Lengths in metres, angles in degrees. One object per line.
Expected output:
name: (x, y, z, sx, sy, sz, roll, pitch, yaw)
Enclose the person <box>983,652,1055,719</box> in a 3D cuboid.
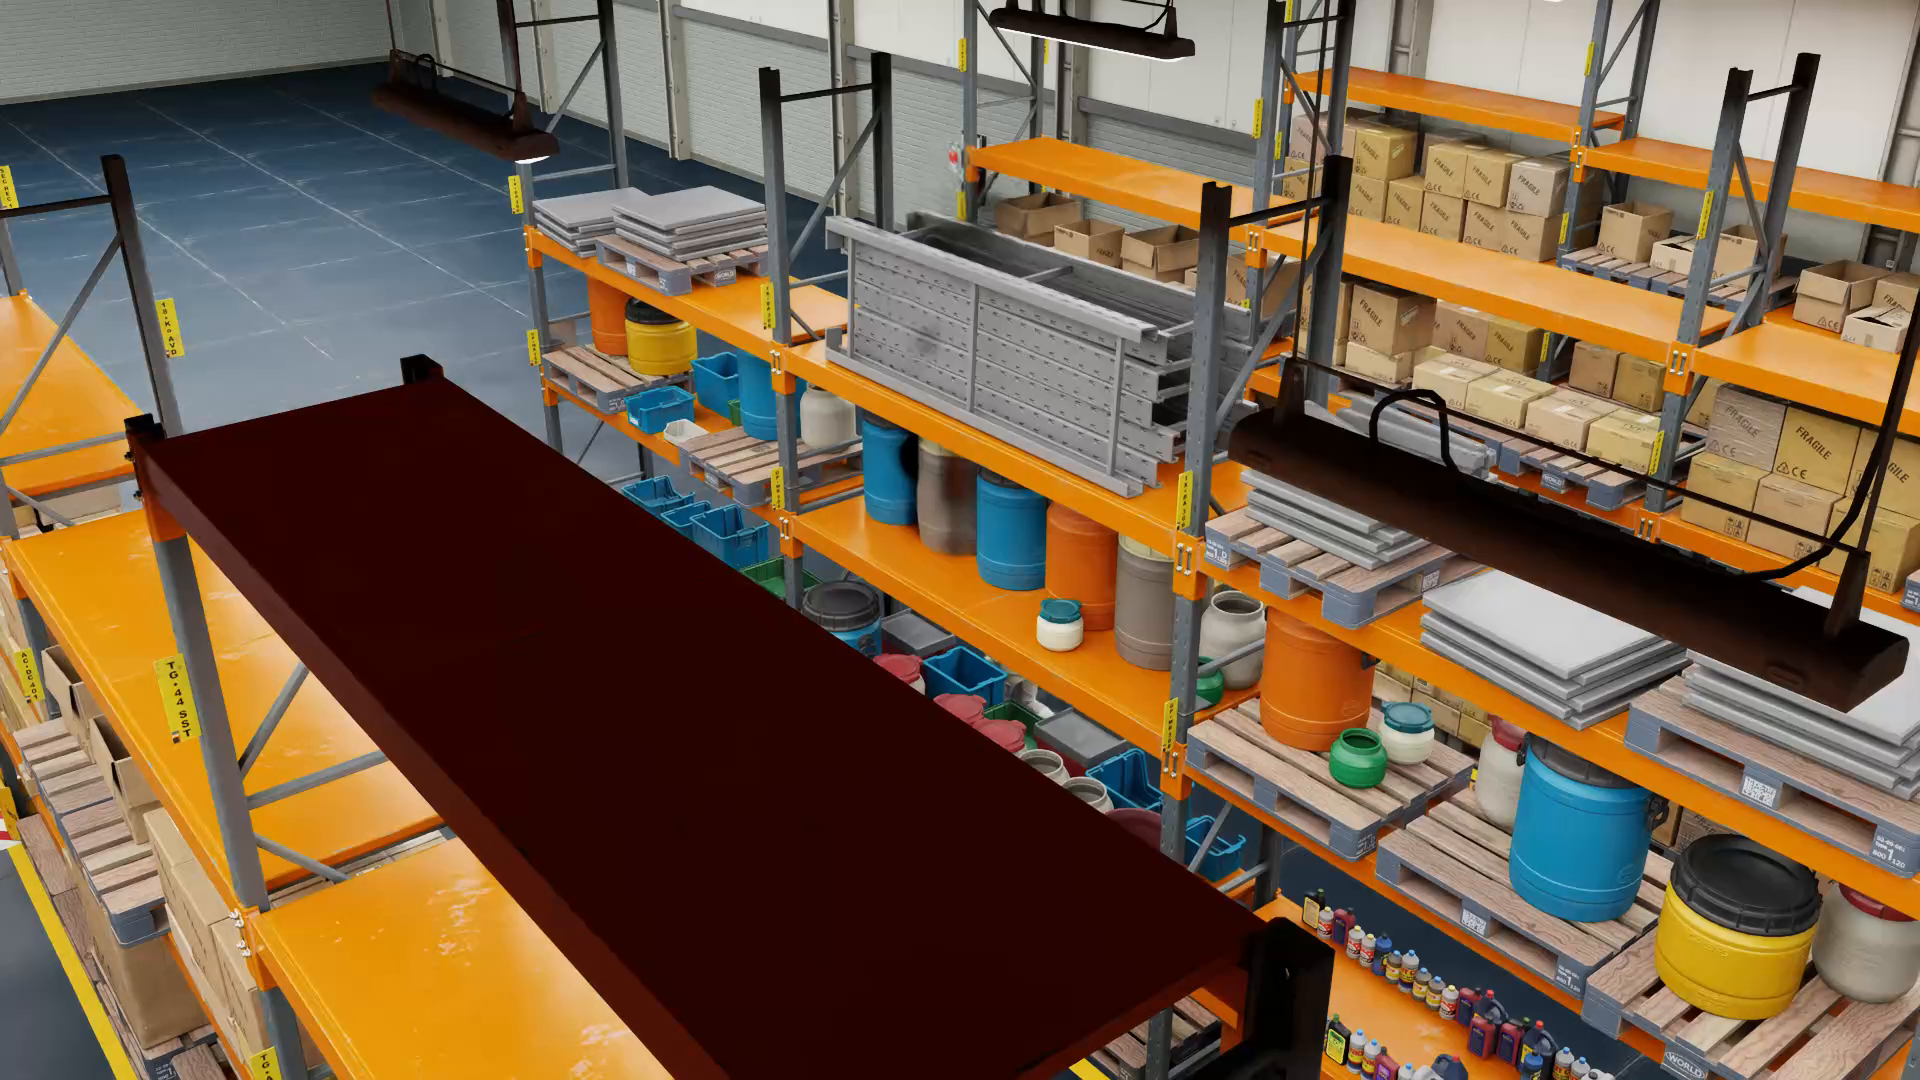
person: (0.518, 1.082, 14.002, 0.667, 1.786, 0.956, -21, 33, -37)
